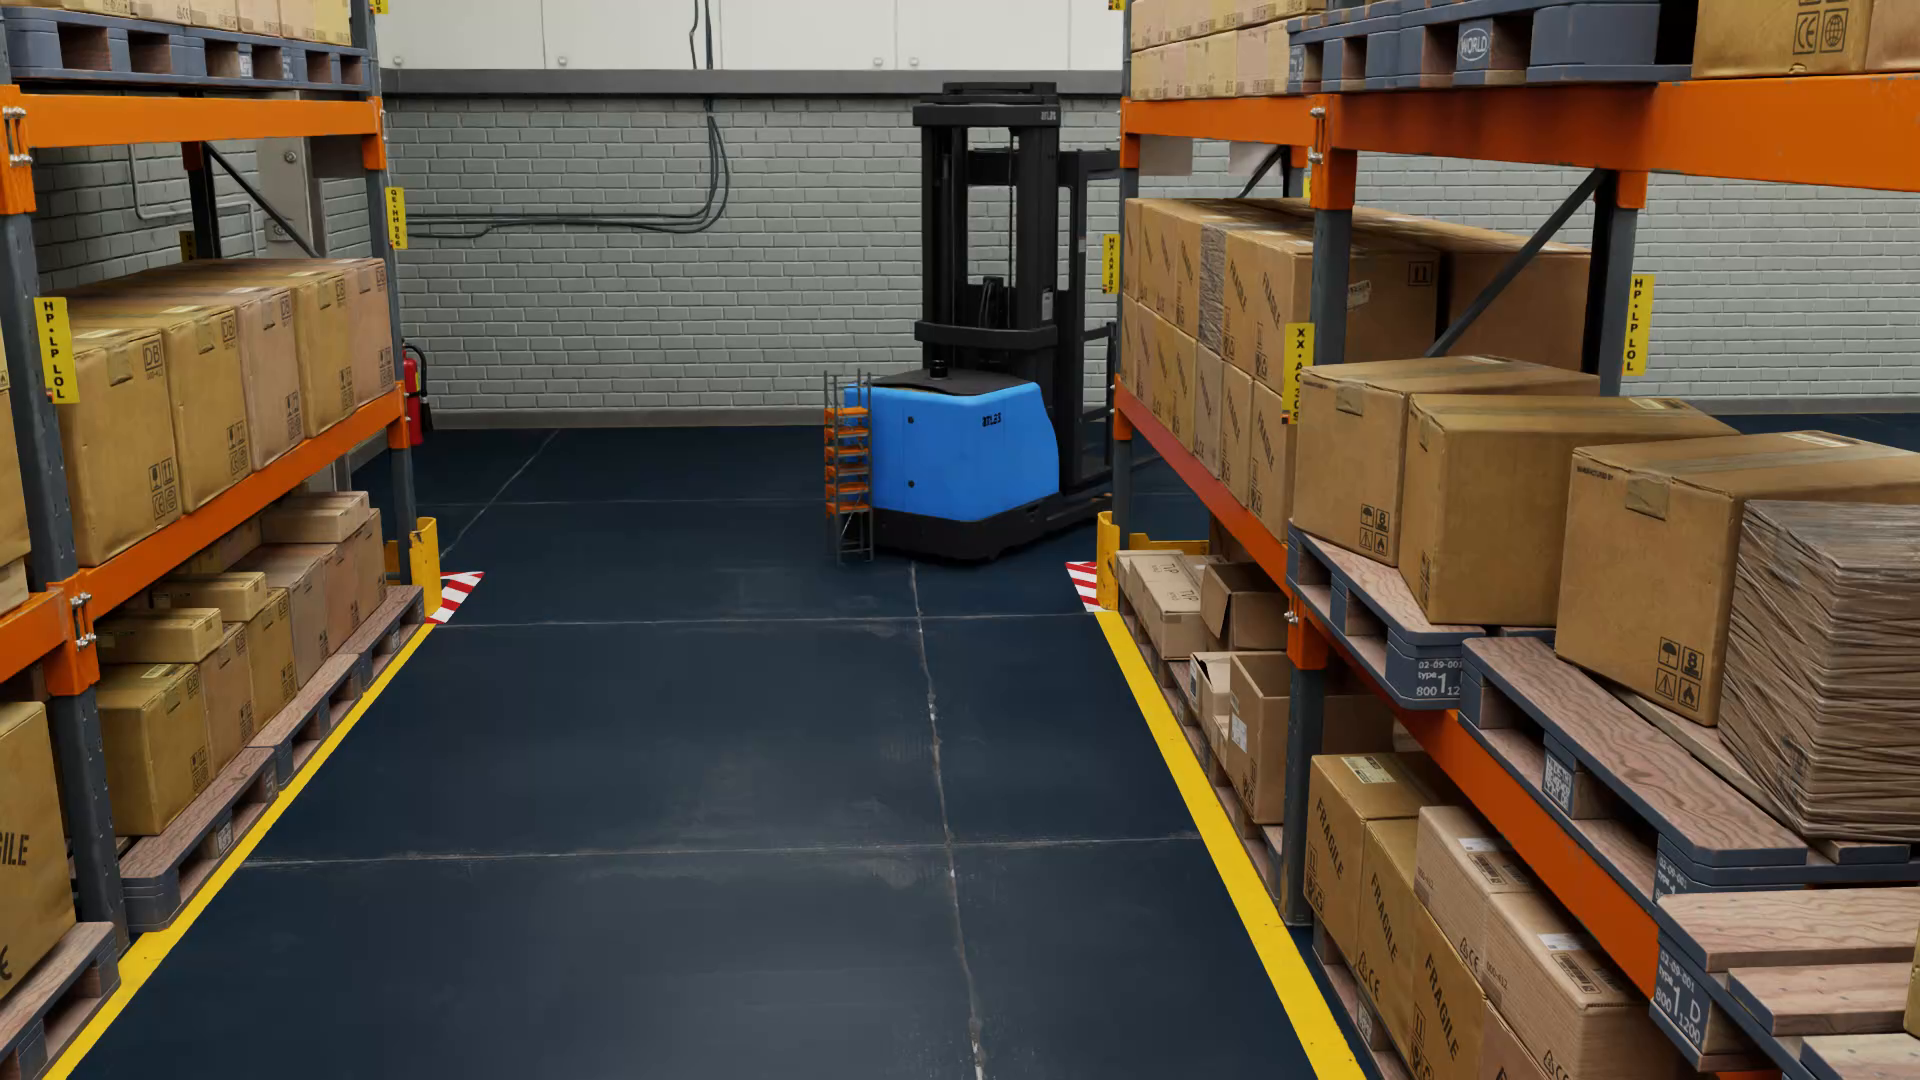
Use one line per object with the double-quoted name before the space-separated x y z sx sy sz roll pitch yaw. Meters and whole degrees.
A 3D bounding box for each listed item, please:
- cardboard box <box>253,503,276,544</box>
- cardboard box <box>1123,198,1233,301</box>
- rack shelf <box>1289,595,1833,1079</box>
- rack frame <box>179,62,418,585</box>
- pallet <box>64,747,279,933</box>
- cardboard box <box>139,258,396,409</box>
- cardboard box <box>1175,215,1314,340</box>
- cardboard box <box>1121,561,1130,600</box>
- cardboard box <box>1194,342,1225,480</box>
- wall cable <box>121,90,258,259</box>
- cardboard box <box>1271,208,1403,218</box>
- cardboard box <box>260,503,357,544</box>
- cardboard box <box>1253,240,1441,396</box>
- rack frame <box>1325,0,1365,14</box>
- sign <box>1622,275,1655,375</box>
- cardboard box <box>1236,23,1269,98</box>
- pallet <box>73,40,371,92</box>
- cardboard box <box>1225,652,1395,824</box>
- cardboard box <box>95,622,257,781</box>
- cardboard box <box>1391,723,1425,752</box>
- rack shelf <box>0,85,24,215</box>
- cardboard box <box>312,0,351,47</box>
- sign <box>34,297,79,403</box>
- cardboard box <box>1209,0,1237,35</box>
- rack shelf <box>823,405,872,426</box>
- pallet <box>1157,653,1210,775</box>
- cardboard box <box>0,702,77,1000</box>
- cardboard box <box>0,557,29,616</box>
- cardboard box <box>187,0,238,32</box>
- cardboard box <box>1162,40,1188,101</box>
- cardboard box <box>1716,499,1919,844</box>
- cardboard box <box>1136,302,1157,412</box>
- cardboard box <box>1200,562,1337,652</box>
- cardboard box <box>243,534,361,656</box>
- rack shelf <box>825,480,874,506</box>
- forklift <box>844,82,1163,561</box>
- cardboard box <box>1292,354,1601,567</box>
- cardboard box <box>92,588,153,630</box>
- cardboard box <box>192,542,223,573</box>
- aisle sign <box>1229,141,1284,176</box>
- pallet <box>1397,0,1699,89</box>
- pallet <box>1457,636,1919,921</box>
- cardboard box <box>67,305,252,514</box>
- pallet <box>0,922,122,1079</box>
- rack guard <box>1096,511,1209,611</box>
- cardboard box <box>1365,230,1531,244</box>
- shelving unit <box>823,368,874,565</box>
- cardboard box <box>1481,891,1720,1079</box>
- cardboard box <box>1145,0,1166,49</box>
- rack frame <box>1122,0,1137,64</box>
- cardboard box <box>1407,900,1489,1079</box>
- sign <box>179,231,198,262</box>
"cardboard box" -3.594 -0.078 8.183 0.380 0.149 0.250 -1 14 -3
"cardboard box" 1.147 -1.538 8.775 0.500 0.500 0.500 0 14 -2
"rack shelf" 1.754 0.721 3.647 1.077 0.370 4.000 -1 14 -3
"rack frame" -3.562 -1.042 9.056 1.000 3.000 0.127 -1 14 -3
"pallet" -3.283 1.113 6.277 1.003 0.211 1.213 -1 14 -3
"cardboard box" -3.520 -1.061 8.527 0.980 0.700 0.700 0 14 -1
"cardboard box" 1.245 -1.157 7.296 0.500 0.500 0.500 -1 14 -4
"cardboard box" 1.081 0.211 8.988 0.380 0.166 0.250 -1 14 -3
"cardboard box" 1.276 -0.549 6.941 0.500 0.500 0.500 -1 14 -2
"wall cable" -4.585 -1.838 10.111 0.084 1.984 1.851 -1 14 -3
"cardboard box" 1.753 -1.291 7.817 0.500 0.500 0.500 0 14 -2
"cardboard box" -3.212 -0.084 8.204 0.380 0.149 0.250 0 14 -2
"cardboard box" 1.340 -0.779 5.827 0.500 0.500 0.500 -1 14 -3
"rack frame" 1.630 -3.030 4.743 1.000 3.000 0.127 -1 14 -3
"sign" 2.184 -0.695 5.383 0.100 0.325 0.005 -1 14 -3
"cardboard box" 1.314 -1.746 6.074 0.500 0.250 0.500 -1 14 -3
"pallet" -3.505 -2.267 7.977 1.003 0.211 1.213 -1 14 -3
"cardboard box" 1.312 0.736 6.281 0.500 0.500 0.500 -1 14 -3
"cardboard box" -3.286 0.647 6.664 0.700 0.500 0.500 -1 14 -4
"cardboard box" 1.820 0.857 6.190 0.500 0.311 0.500 -1 14 -3
"rack shelf" -3.190 -0.654 2.973 1.077 0.370 4.000 -1 14 -3
"cardboard box" -3.251 -2.496 7.945 0.500 0.250 0.500 0 14 -2
"sign" -2.773 -0.580 5.098 0.100 0.325 0.005 -1 14 -3
"cardboard box" 1.273 -2.112 6.494 0.500 0.250 0.500 -1 14 -3
"rack shelf" -0.695 -0.761 10.309 0.258 0.103 0.180 -6 16 -22
"pallet" 1.510 0.751 7.684 1.003 0.211 1.213 -1 14 -3
"cardboard box" -3.144 0.950 4.785 0.750 0.750 0.750 -1 14 -3
"cardboard box" -3.010 0.144 4.909 0.380 0.149 0.250 -1 14 -3
"cardboard box" -3.150 -2.109 6.443 0.500 0.250 0.500 -1 14 -5
"cardboard box" 1.211 -2.119 7.523 0.500 0.250 0.500 -1 14 -3
"cardboard box" 1.860 0.233 3.057 0.700 0.500 0.500 2 15 7
"cardboard box" 1.184 -0.925 8.402 0.500 0.500 0.500 -1 14 -4
"cardboard box" 1.508 0.404 7.563 0.797 0.503 0.637 -1 14 -3
"cardboard box" -3.387 0.262 8.161 0.700 0.500 0.500 -1 14 -4
"rack shelf" -0.695 -0.296 10.430 0.258 0.103 0.180 -6 16 -22
"forklift" 0.481 -1.605 11.383 1.130 2.935 3.031 9 17 32
"cardboard box" 1.436 -0.255 4.955 0.700 0.500 0.500 -6 16 -22
"cardboard box" -3.499 0.301 6.709 0.380 0.149 0.250 -1 14 -5
"cardboard box" -3.546 0.111 7.448 0.380 0.149 0.250 -1 14 -3
"aisle sign" 1.684 -2.400 9.118 0.394 0.787 0.004 -1 14 -3
"pallet" 1.668 -1.065 3.504 1.213 0.211 1.003 -1 14 -3
"pallet" 1.753 0.480 3.528 1.003 0.211 1.213 -1 14 -3
"cardboard box" -3.371 -0.509 6.384 0.980 0.700 0.700 -1 14 -5
"pallet" -3.191 1.494 4.796 1.003 0.211 1.213 -1 14 -3
"rack guard" 1.387 0.110 9.595 1.175 0.500 0.348 -1 14 -3
"cardboard box" 1.849 -0.907 6.325 0.500 0.500 0.500 -1 14 -5
"shelving unit" -0.695 -0.456 10.388 0.258 1.200 0.189 -6 16 -22
"cardboard box" 1.510 1.007 3.720 0.500 0.250 0.500 -1 14 -4
"cardboard box" 1.178 -2.485 7.944 0.500 0.250 0.500 -1 14 -3
"rack frame" 1.382 -4.025 8.610 1.000 3.000 0.127 -1 14 -3
"cardboard box" 1.484 1.254 4.267 0.500 0.500 0.500 -1 14 -3
"sign" -4.116 -1.493 8.911 0.100 0.325 0.005 -1 14 -3
